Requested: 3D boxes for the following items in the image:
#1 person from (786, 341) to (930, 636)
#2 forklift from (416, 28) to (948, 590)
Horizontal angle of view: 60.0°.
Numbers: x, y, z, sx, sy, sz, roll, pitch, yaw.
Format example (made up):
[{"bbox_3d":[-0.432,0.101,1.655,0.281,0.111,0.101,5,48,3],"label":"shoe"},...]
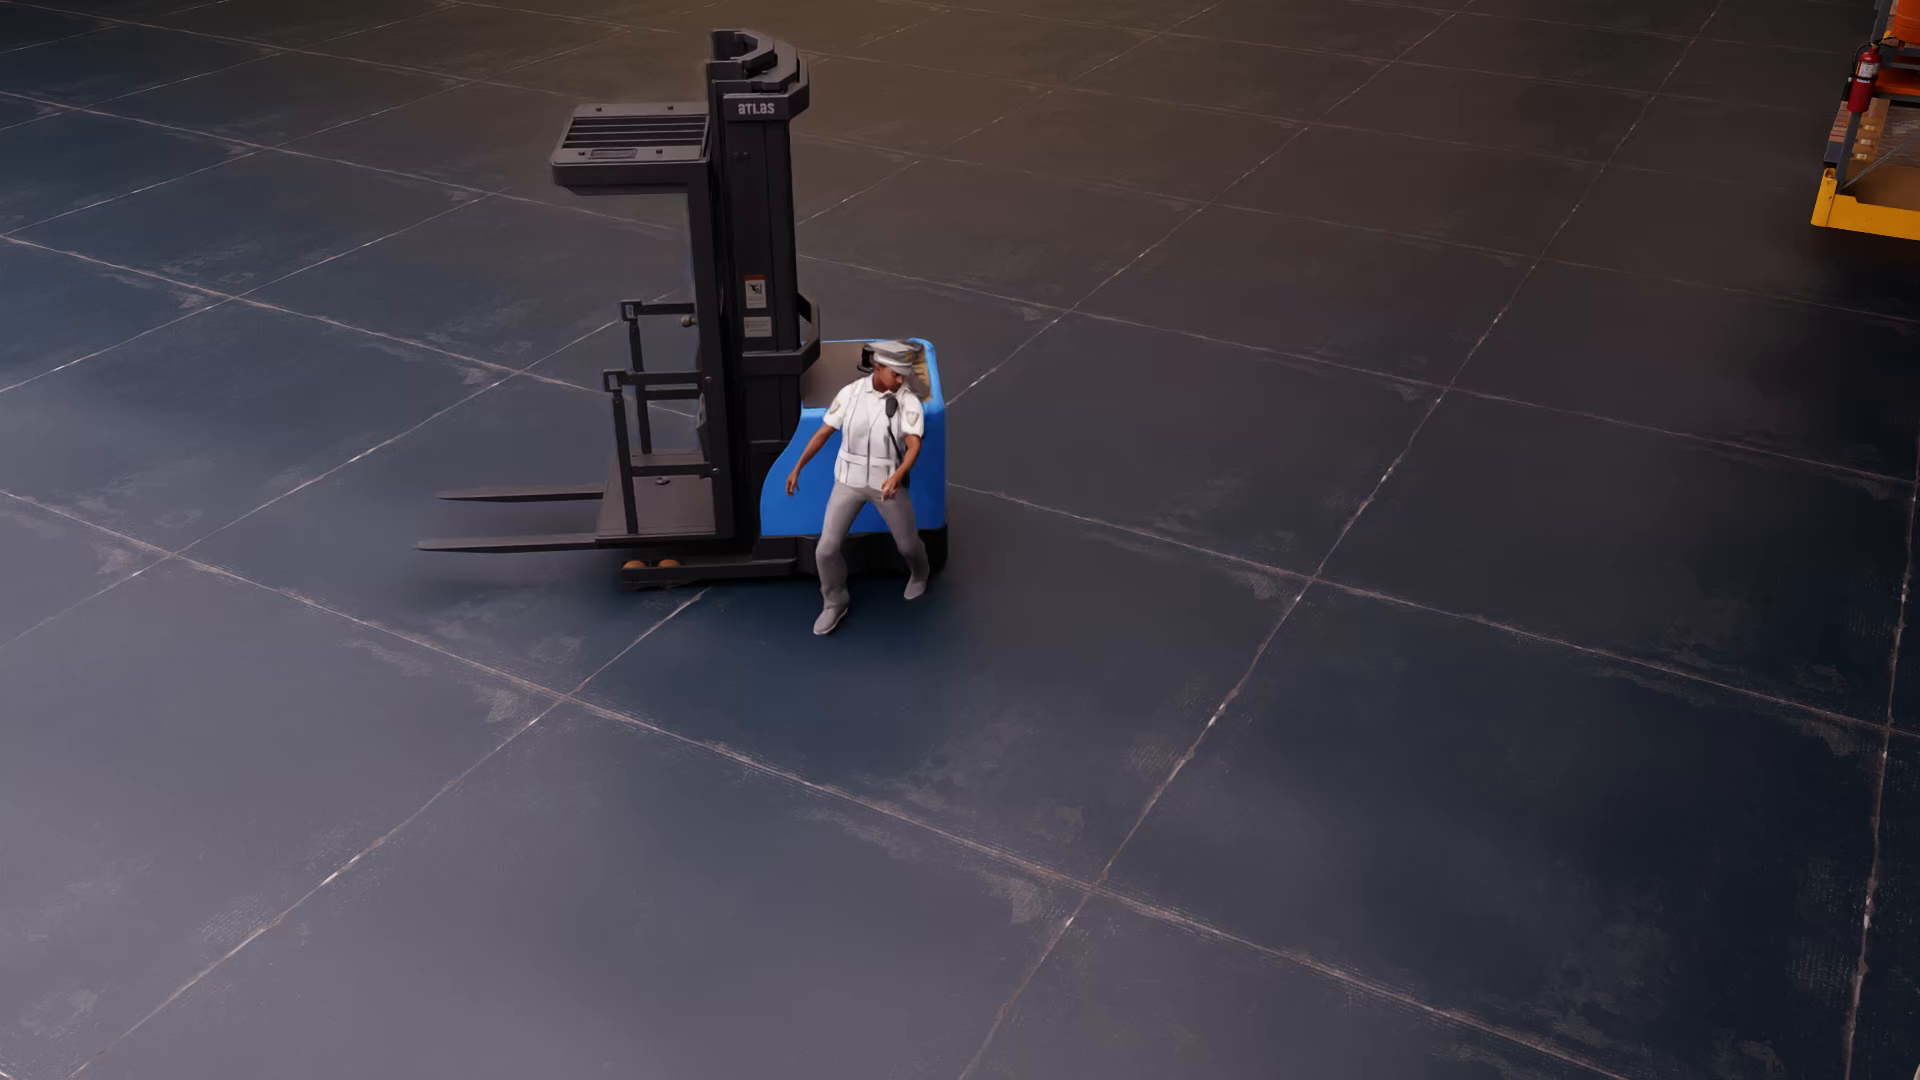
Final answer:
[{"bbox_3d":[-0.562,-0.244,8.893,0.743,1.617,0.841,2,30,3],"label":"person"},{"bbox_3d":[-1.617,-1.257,9.249,3.031,2.935,1.130,-2,30,-4],"label":"forklift"}]
